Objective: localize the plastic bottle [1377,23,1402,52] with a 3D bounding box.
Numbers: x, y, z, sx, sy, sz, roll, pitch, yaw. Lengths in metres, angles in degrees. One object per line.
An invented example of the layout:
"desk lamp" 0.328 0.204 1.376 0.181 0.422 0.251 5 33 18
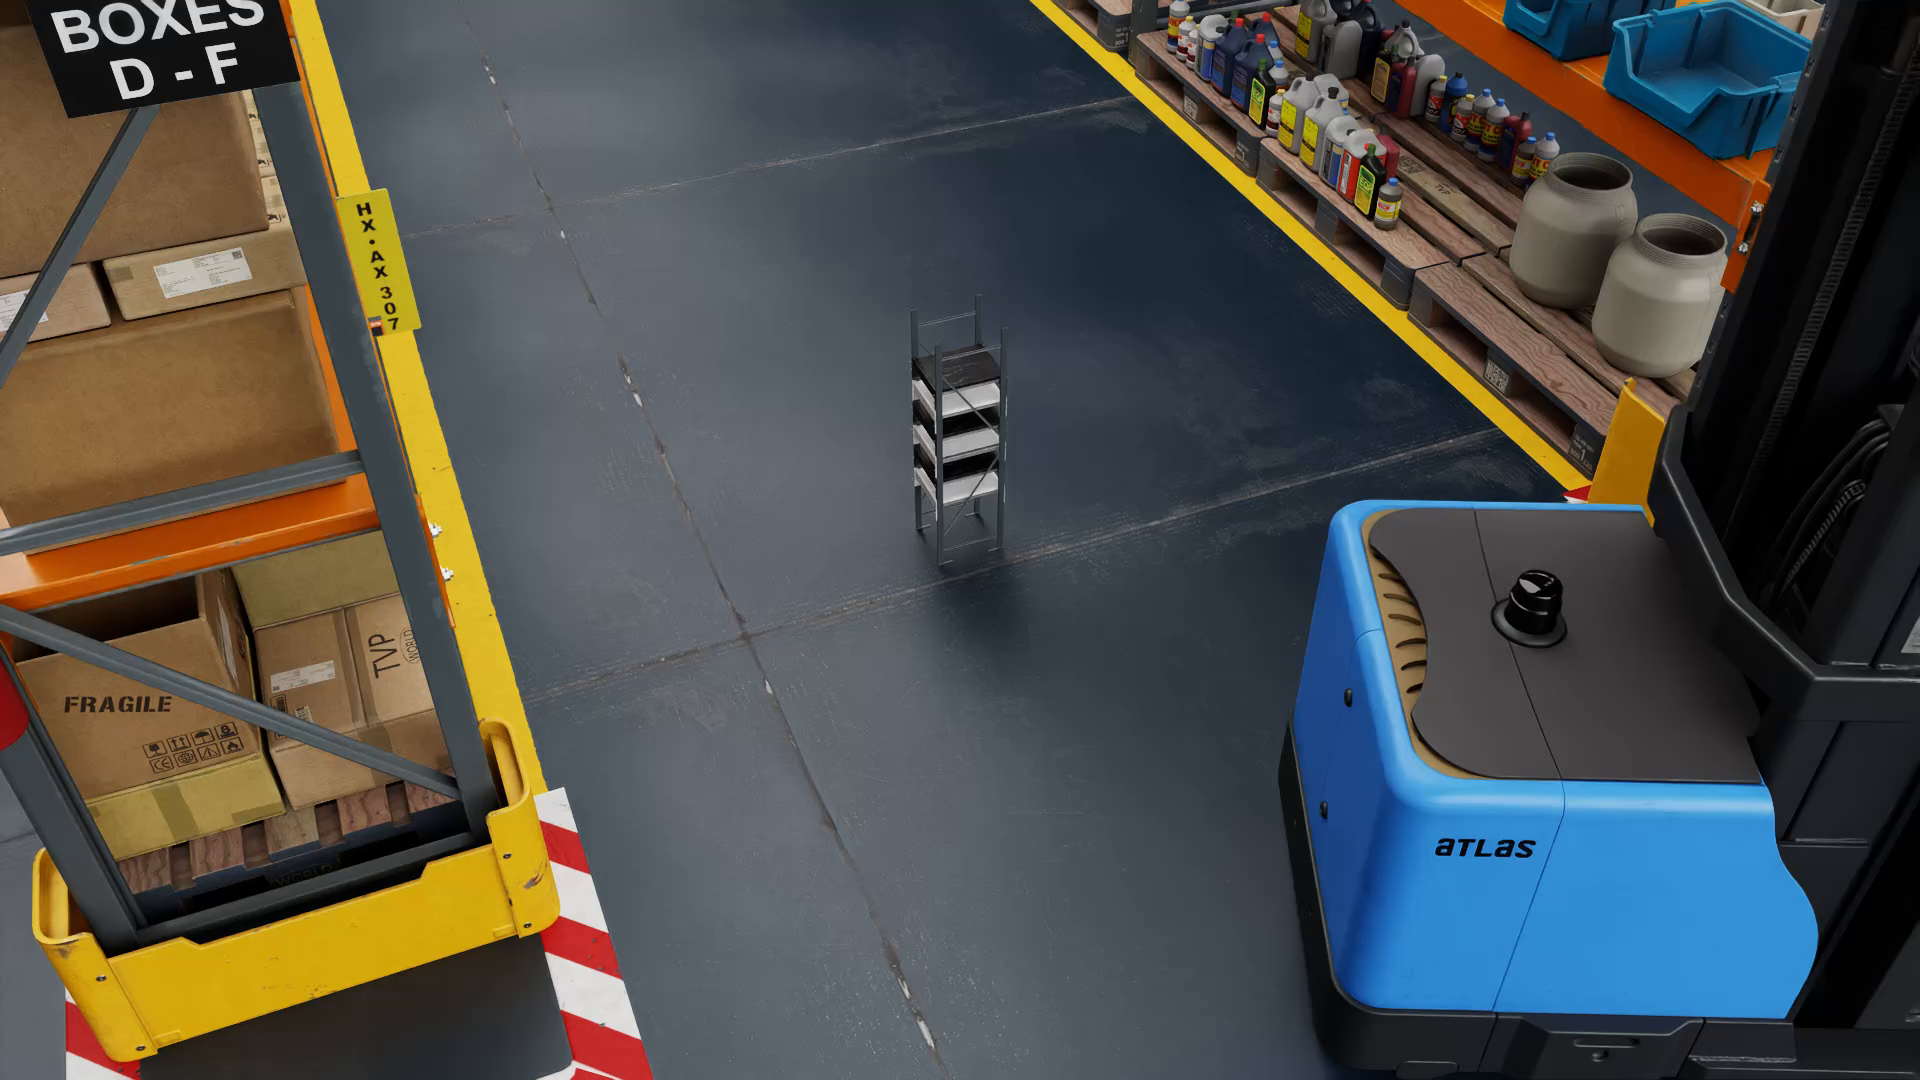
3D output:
"plastic bottle" 2.042 -2.325 7.900 0.061 0.283 0.133 -12 42 -14

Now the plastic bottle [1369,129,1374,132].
"plastic bottle" 1.762 -1.686 7.219 0.097 0.201 0.097 0 41 0

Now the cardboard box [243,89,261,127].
"cardboard box" -1.841 -0.948 3.977 0.380 0.149 0.250 -15 43 -17

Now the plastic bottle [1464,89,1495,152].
"plastic bottle" 2.310 -1.867 7.376 0.097 0.271 0.097 0 41 0

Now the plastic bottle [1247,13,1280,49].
"plastic bottle" 1.414 -2.317 7.838 0.144 0.351 0.185 -15 43 -17

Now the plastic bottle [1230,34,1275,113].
"plastic bottle" 1.353 -2.167 7.664 0.144 0.351 0.185 -17 43 -19

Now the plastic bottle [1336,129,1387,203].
"plastic bottle" 1.707 -1.588 7.048 0.152 0.276 0.135 -15 43 -17

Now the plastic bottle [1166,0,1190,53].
"plastic bottle" 1.072 -2.539 8.157 0.097 0.271 0.097 0 41 0

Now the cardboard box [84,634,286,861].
"cardboard box" -2.170 0.569 4.574 0.500 0.250 0.500 -15 43 -17

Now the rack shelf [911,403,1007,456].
"rack shelf" -0.003 -0.389 5.425 0.258 0.077 0.200 -15 43 -17

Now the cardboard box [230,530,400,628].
"cardboard box" -1.885 -0.145 4.830 0.500 0.500 0.500 -15 43 -17

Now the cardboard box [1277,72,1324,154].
"cardboard box" -1.123 -2.335 7.706 4.512 0.551 3.341 -16 43 -18

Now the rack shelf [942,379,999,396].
"rack shelf" -0.003 -0.537 5.298 0.199 0.015 0.184 -15 43 -17

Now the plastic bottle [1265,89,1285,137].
"plastic bottle" 1.439 -1.934 7.507 0.097 0.201 0.097 0 41 0

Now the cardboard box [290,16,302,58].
"cardboard box" -3.151 -2.115 7.265 0.500 0.311 0.500 -15 43 -17

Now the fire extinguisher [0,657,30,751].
"fire extinguisher" -2.076 0.152 3.333 0.296 0.674 0.183 -15 43 -17

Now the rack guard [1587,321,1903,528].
"rack guard" 2.813 -0.385 5.814 1.175 0.500 0.348 -15 43 -17

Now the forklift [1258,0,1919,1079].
"forklift" 2.369 -0.064 3.577 3.031 2.935 1.130 1 41 1

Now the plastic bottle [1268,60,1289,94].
"plastic bottle" 1.444 -2.058 7.597 0.097 0.271 0.097 0 41 0

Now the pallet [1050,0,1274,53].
"pallet" 1.019 -3.114 9.209 1.003 0.211 1.213 -15 43 -17

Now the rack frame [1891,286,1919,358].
"rack frame" 2.886 -1.298 4.959 1.000 3.000 0.127 -15 43 -17

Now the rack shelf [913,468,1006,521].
"rack shelf" -0.003 -0.184 5.601 0.258 0.077 0.200 -15 43 -17

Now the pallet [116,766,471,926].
"pallet" -2.024 0.542 4.958 1.003 0.211 1.213 -15 43 -17

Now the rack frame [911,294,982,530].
"rack frame" -0.042 -0.407 5.534 0.240 0.900 0.006 -15 43 -17

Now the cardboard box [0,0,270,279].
"cardboard box" -1.879 -0.911 3.437 0.700 0.500 0.500 -15 43 -17

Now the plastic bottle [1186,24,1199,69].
"plastic bottle" 1.150 -2.390 8.037 0.097 0.201 0.097 0 41 0

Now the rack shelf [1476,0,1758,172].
"rack shelf" 2.120 -2.305 6.531 0.919 0.124 3.809 -15 43 -17

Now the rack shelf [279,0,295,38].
"rack shelf" -2.457 -2.134 4.182 1.077 0.370 4.000 -15 43 -17

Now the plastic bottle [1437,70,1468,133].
"plastic bottle" 2.233 -1.989 7.518 0.097 0.271 0.097 0 41 0

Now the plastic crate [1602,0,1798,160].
"plastic crate" 2.418 -1.469 5.272 0.499 0.251 0.616 -15 43 -17

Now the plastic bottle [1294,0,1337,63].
"plastic bottle" 1.735 -2.518 8.072 0.144 0.351 0.185 -15 43 -17
